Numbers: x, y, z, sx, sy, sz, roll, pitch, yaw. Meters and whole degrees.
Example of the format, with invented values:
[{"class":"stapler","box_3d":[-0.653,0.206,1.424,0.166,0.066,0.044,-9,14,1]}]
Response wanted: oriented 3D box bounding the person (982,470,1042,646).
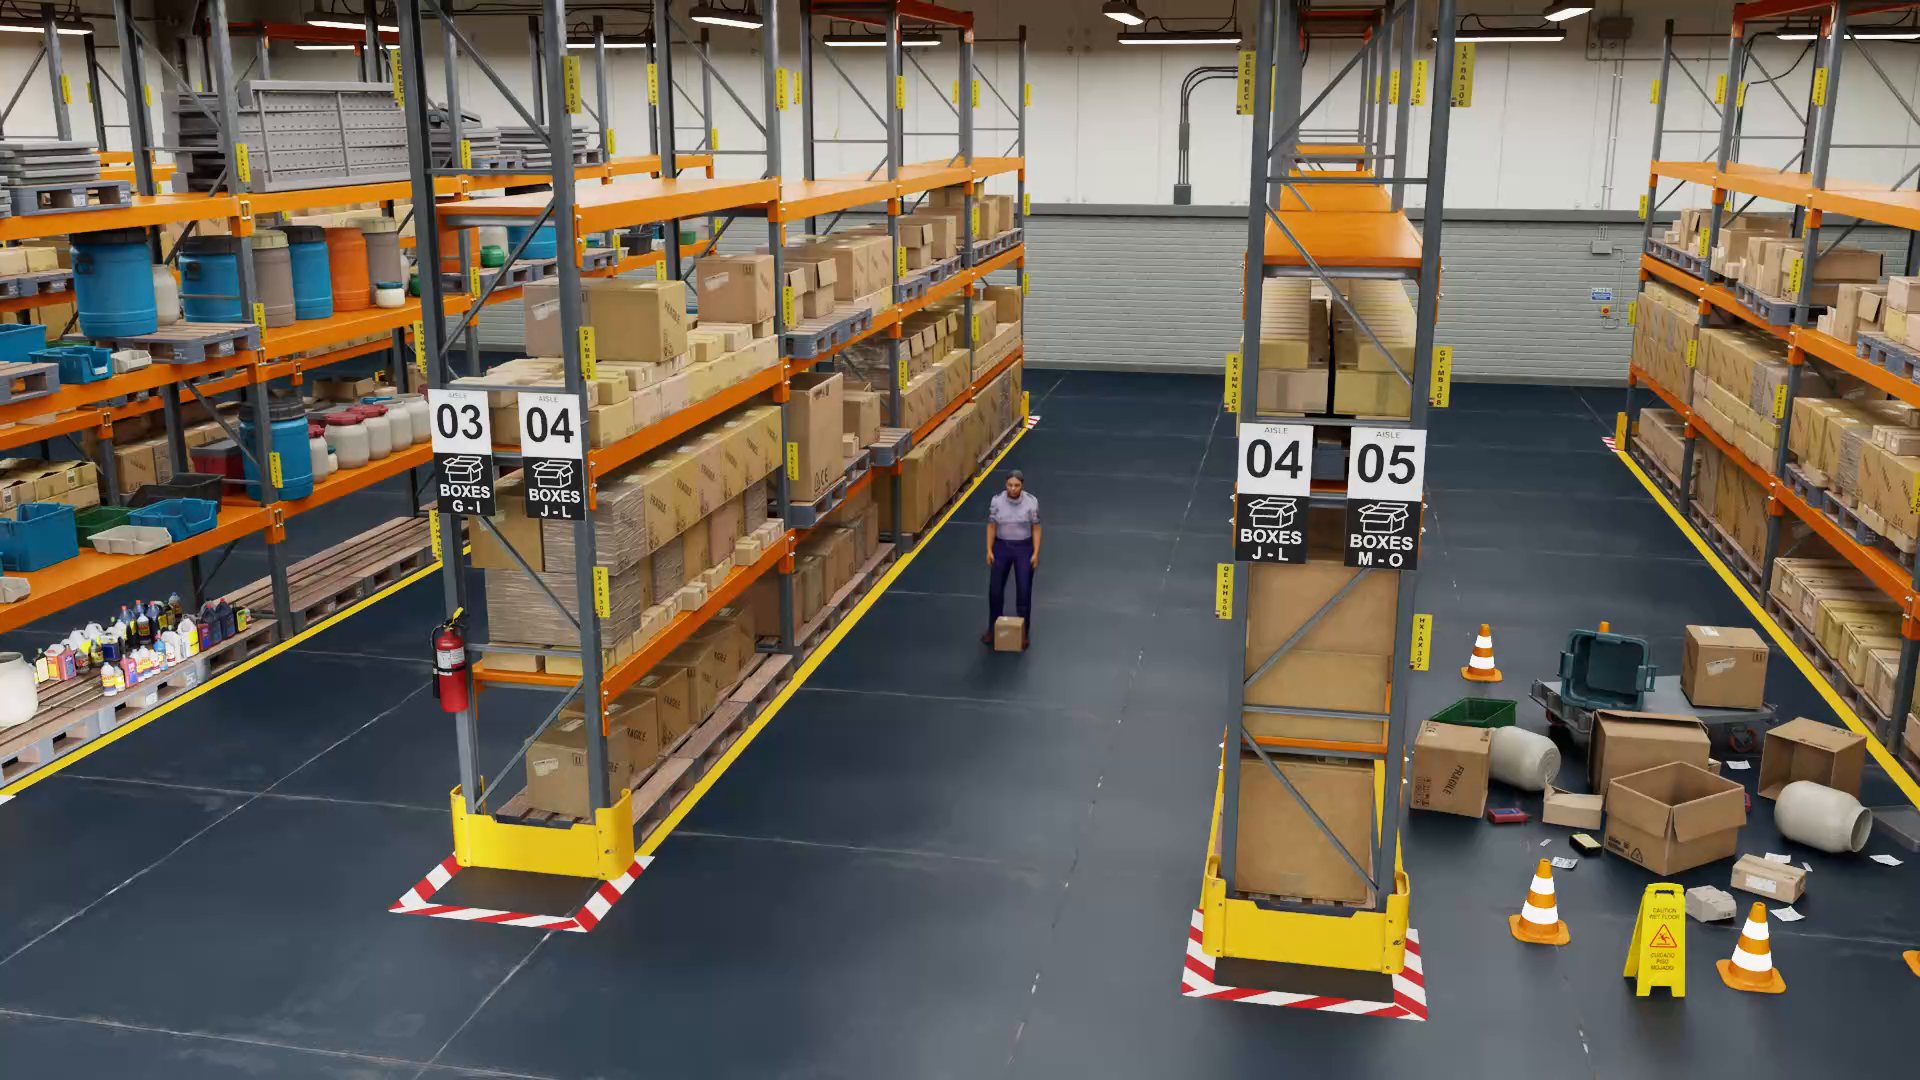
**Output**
[{"class":"person","box_3d":[0.484,0.144,15.482,0.542,1.651,0.423,2,15,9]}]
